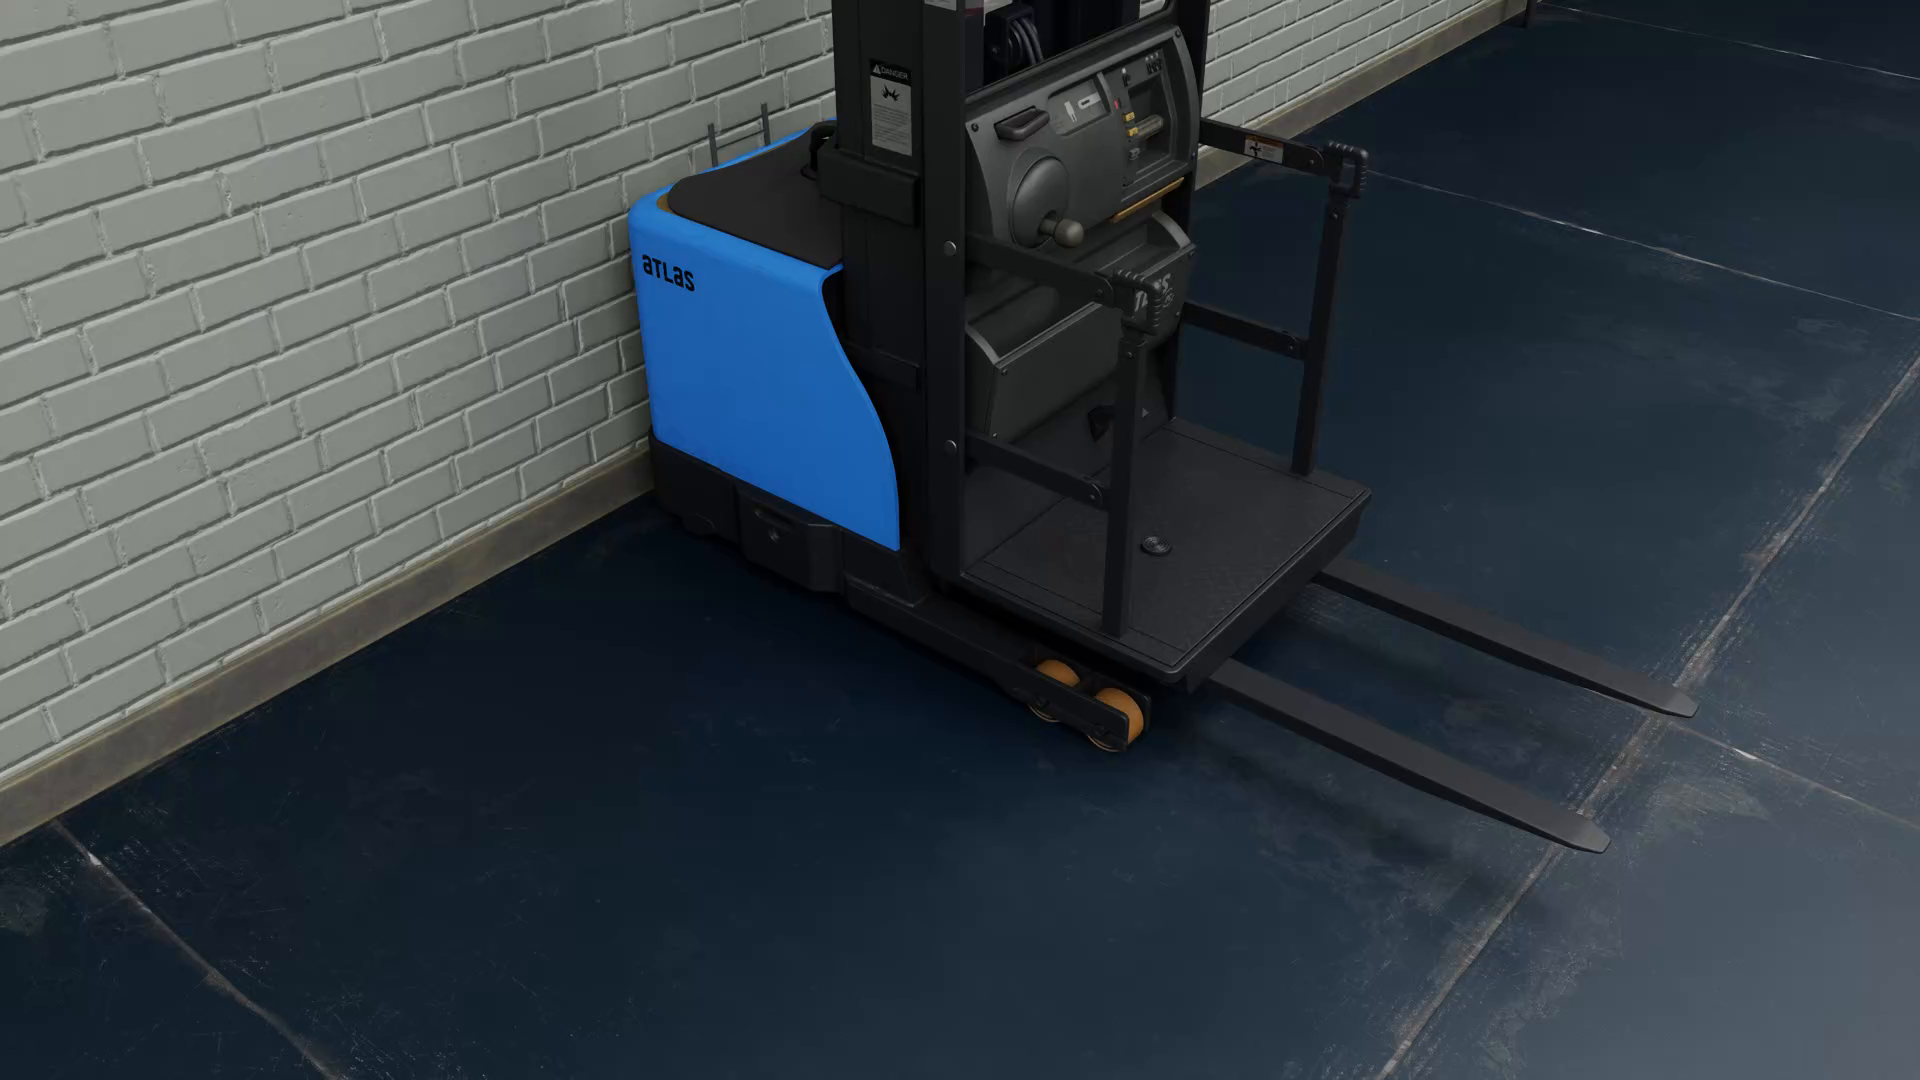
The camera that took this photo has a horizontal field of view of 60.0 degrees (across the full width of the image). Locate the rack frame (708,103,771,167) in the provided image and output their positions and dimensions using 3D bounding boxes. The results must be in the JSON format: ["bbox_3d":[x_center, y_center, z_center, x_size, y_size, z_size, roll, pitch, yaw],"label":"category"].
[{"bbox_3d":[-0.650,-0.777,5.316,0.006,1.200,0.240,24,41,33],"label":"rack frame"}]

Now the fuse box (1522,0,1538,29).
[{"bbox_3d":[3.287,-3.642,9.042,0.414,1.711,0.539,25,42,32],"label":"fuse box"}]

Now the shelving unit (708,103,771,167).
[{"bbox_3d":[-0.720,-0.808,5.366,0.189,1.200,0.258,24,41,33],"label":"shelving unit"}]

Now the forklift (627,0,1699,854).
[{"bbox_3d":[0.494,-0.987,4.098,3.031,2.935,1.130,24,41,31],"label":"forklift"}]
